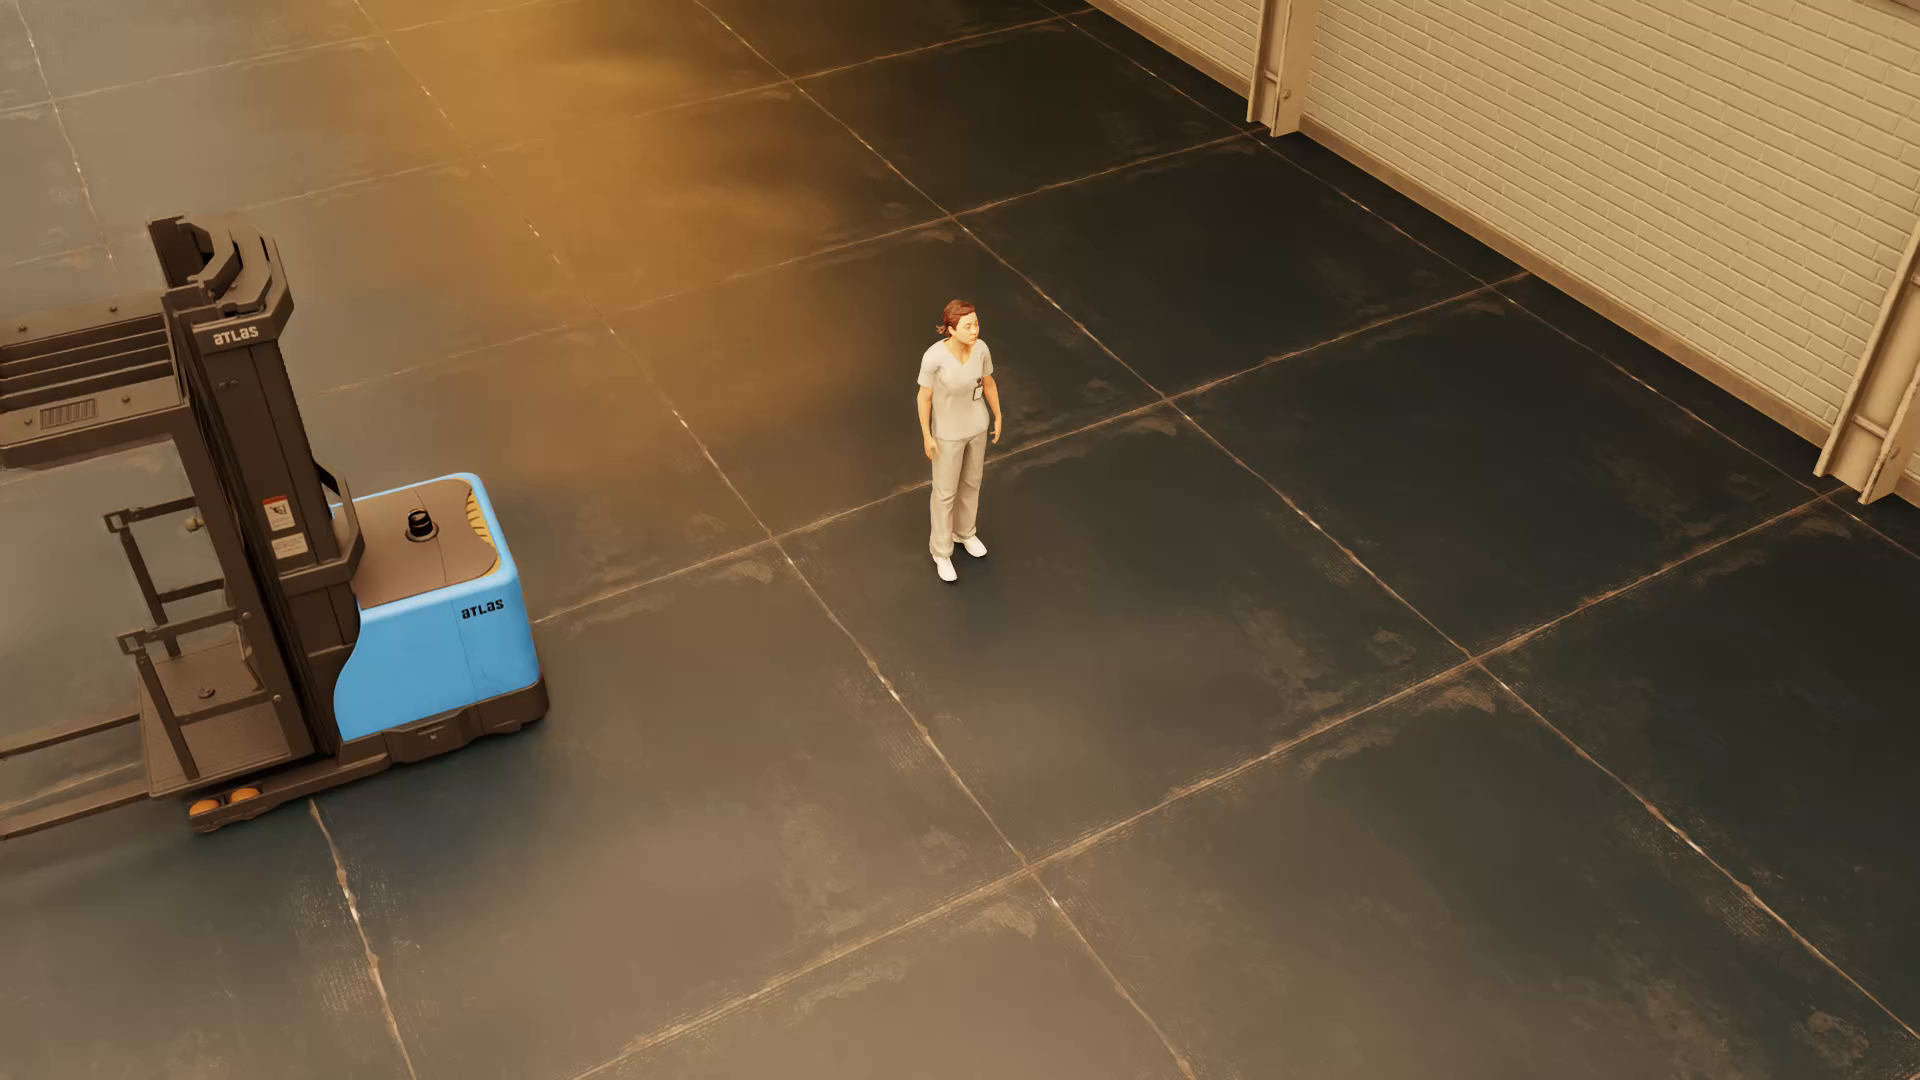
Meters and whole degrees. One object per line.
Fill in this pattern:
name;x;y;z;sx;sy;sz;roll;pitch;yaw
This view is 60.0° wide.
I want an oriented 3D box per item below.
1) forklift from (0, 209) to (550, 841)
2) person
forklift;-3.810;-0.019;8.059;3.031;2.935;1.130;-17;42;-19
person;0.025;-0.605;9.738;0.549;1.673;0.548;-20;44;-23
